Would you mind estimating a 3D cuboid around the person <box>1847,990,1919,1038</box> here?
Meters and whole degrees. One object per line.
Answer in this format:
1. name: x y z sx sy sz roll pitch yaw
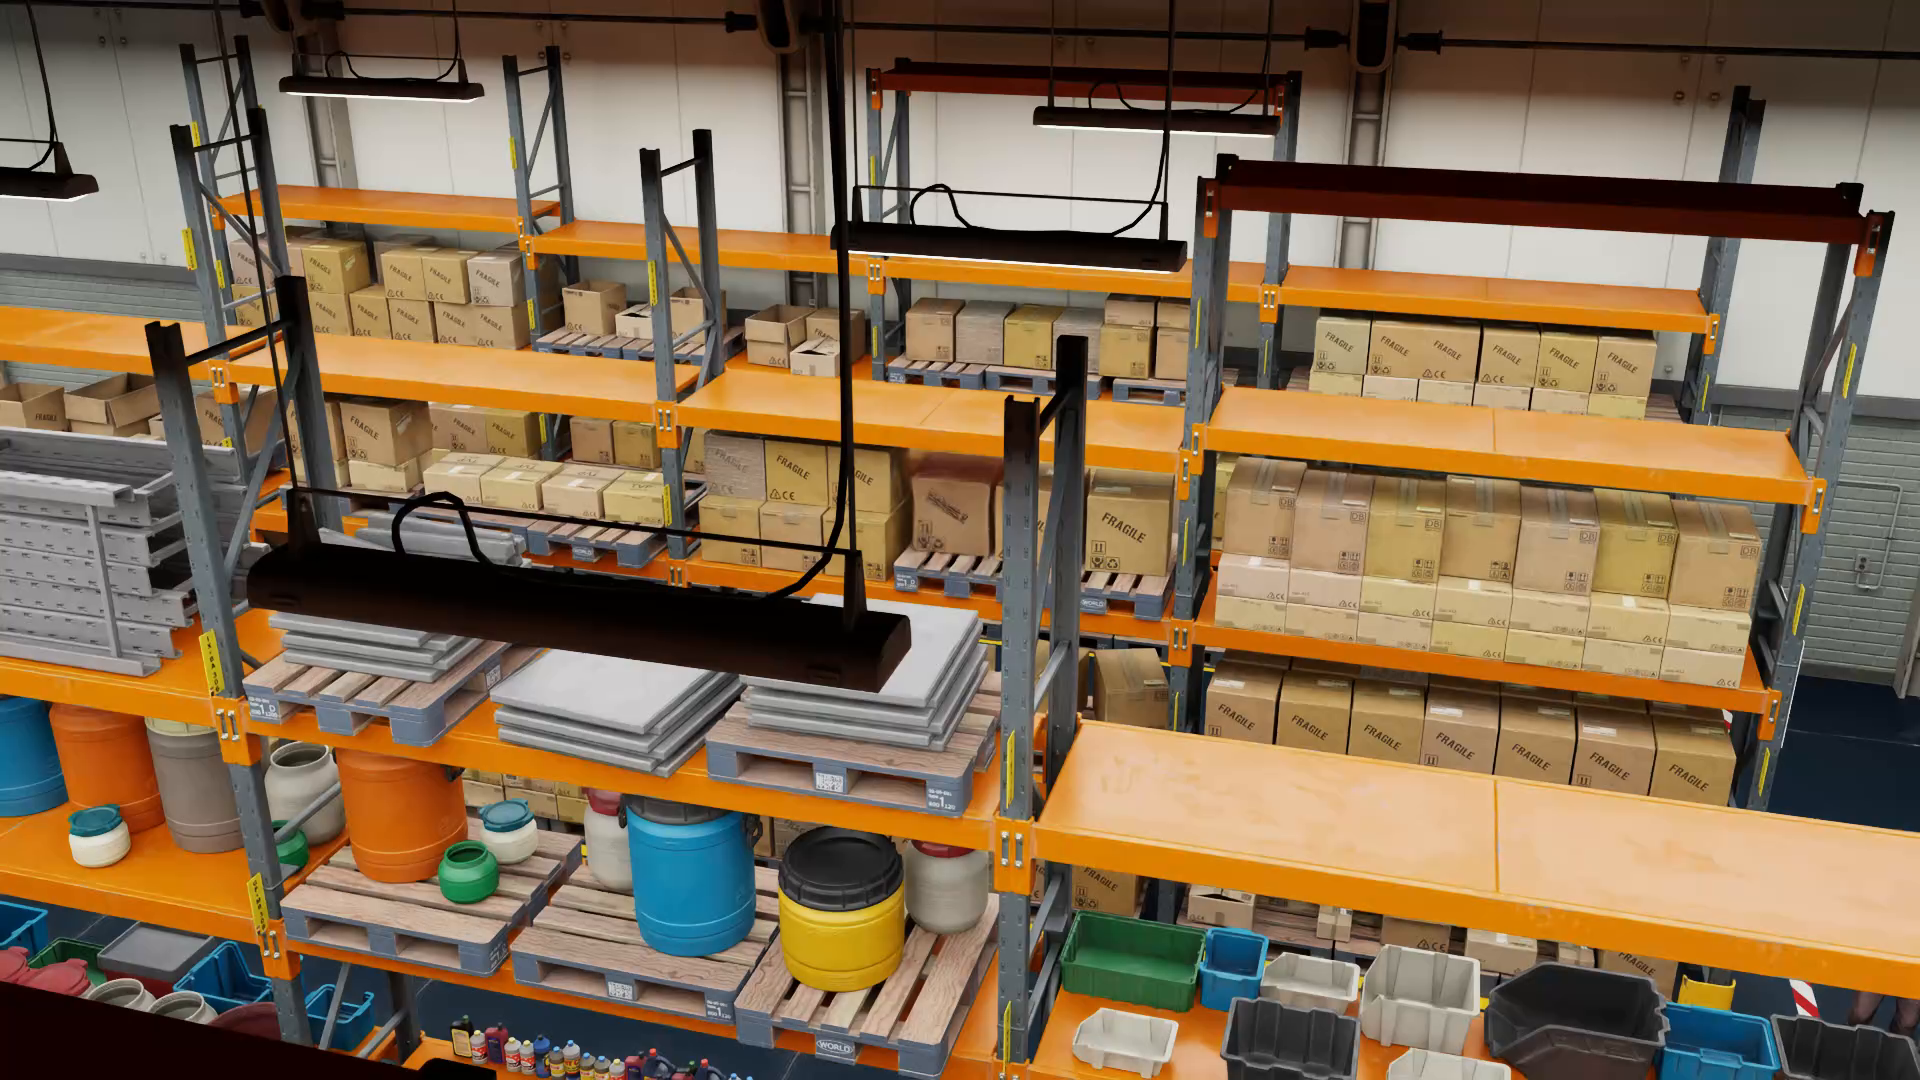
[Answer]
1. person: 6.476 2.927 11.458 0.575 1.707 0.469 10 25 24
